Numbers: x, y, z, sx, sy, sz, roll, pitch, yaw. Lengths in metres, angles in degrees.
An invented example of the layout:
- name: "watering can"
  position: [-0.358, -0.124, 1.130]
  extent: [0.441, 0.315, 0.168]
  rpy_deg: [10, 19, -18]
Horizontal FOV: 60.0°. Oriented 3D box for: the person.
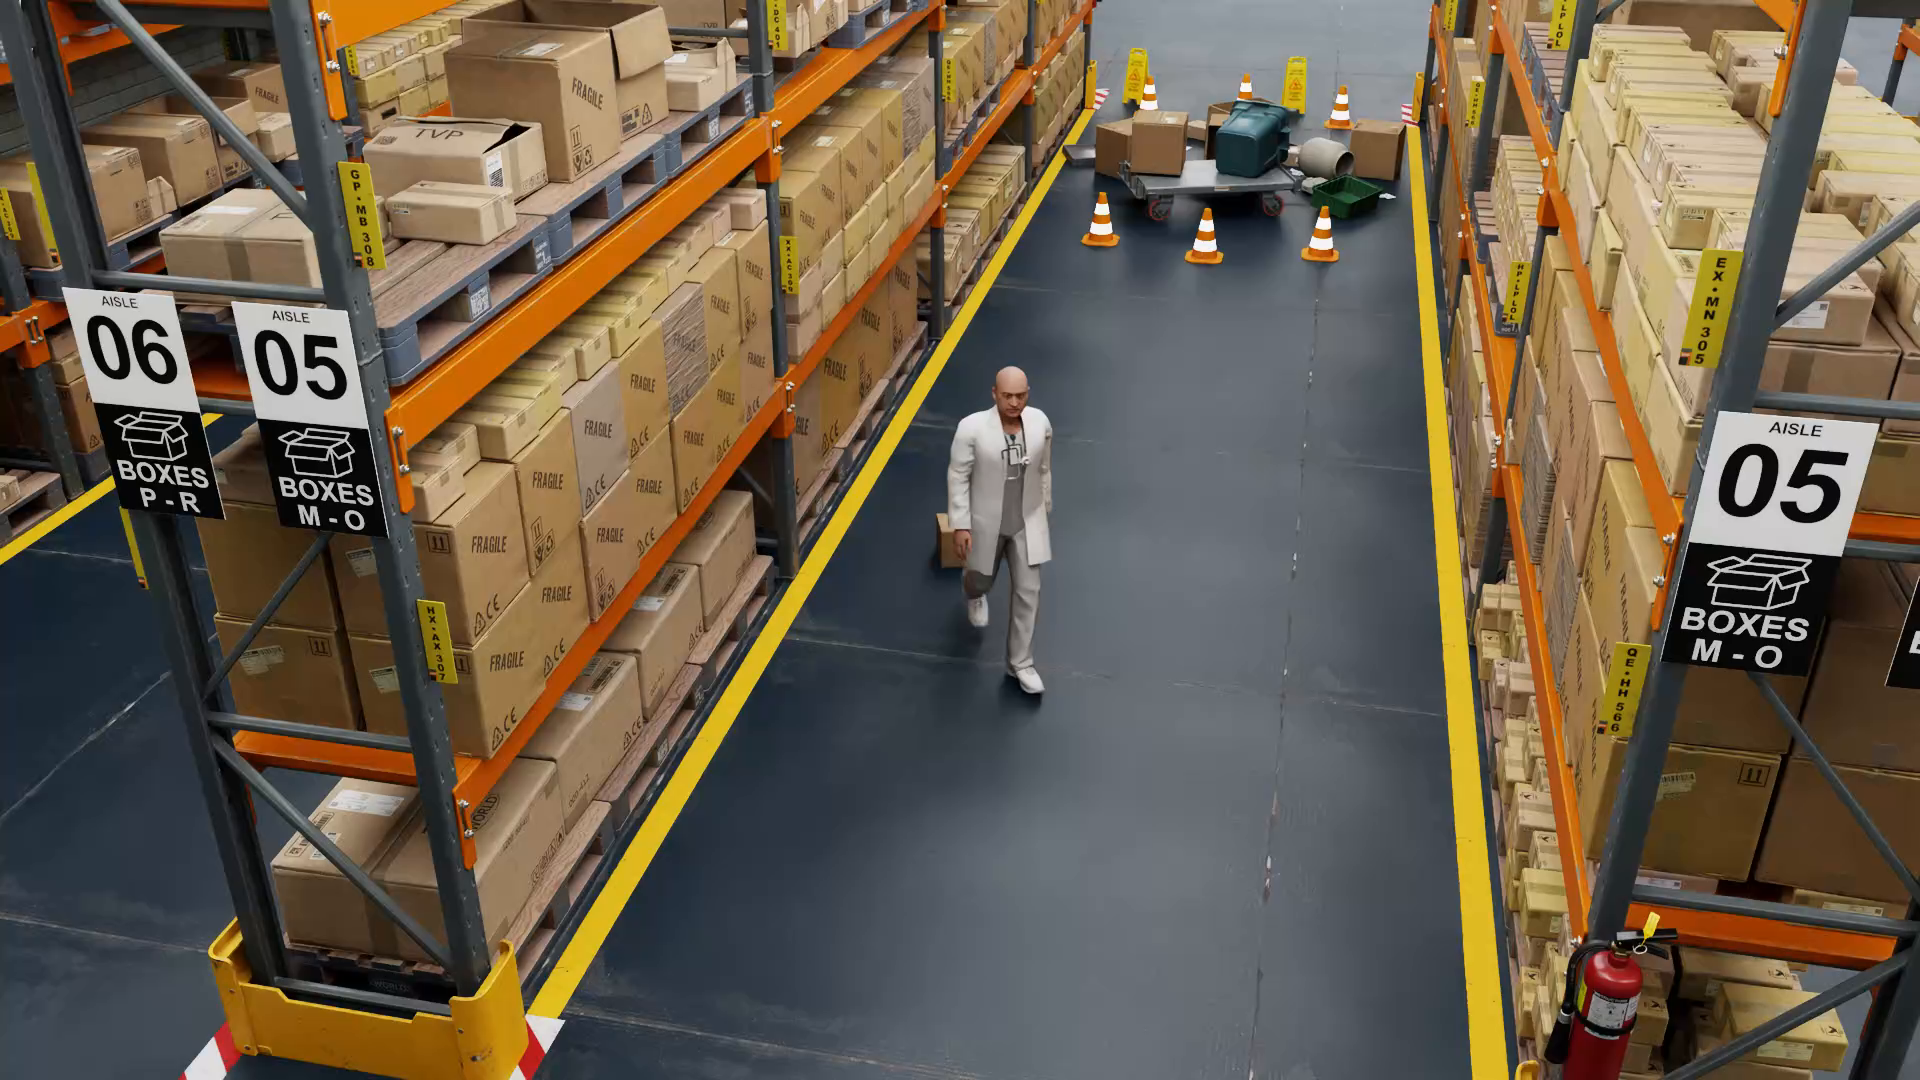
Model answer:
- name: "person"
  position: [0.206, -0.135, 8.883]
  extent: [0.599, 1.743, 1.037]
  rpy_deg: [-6, 29, -12]
